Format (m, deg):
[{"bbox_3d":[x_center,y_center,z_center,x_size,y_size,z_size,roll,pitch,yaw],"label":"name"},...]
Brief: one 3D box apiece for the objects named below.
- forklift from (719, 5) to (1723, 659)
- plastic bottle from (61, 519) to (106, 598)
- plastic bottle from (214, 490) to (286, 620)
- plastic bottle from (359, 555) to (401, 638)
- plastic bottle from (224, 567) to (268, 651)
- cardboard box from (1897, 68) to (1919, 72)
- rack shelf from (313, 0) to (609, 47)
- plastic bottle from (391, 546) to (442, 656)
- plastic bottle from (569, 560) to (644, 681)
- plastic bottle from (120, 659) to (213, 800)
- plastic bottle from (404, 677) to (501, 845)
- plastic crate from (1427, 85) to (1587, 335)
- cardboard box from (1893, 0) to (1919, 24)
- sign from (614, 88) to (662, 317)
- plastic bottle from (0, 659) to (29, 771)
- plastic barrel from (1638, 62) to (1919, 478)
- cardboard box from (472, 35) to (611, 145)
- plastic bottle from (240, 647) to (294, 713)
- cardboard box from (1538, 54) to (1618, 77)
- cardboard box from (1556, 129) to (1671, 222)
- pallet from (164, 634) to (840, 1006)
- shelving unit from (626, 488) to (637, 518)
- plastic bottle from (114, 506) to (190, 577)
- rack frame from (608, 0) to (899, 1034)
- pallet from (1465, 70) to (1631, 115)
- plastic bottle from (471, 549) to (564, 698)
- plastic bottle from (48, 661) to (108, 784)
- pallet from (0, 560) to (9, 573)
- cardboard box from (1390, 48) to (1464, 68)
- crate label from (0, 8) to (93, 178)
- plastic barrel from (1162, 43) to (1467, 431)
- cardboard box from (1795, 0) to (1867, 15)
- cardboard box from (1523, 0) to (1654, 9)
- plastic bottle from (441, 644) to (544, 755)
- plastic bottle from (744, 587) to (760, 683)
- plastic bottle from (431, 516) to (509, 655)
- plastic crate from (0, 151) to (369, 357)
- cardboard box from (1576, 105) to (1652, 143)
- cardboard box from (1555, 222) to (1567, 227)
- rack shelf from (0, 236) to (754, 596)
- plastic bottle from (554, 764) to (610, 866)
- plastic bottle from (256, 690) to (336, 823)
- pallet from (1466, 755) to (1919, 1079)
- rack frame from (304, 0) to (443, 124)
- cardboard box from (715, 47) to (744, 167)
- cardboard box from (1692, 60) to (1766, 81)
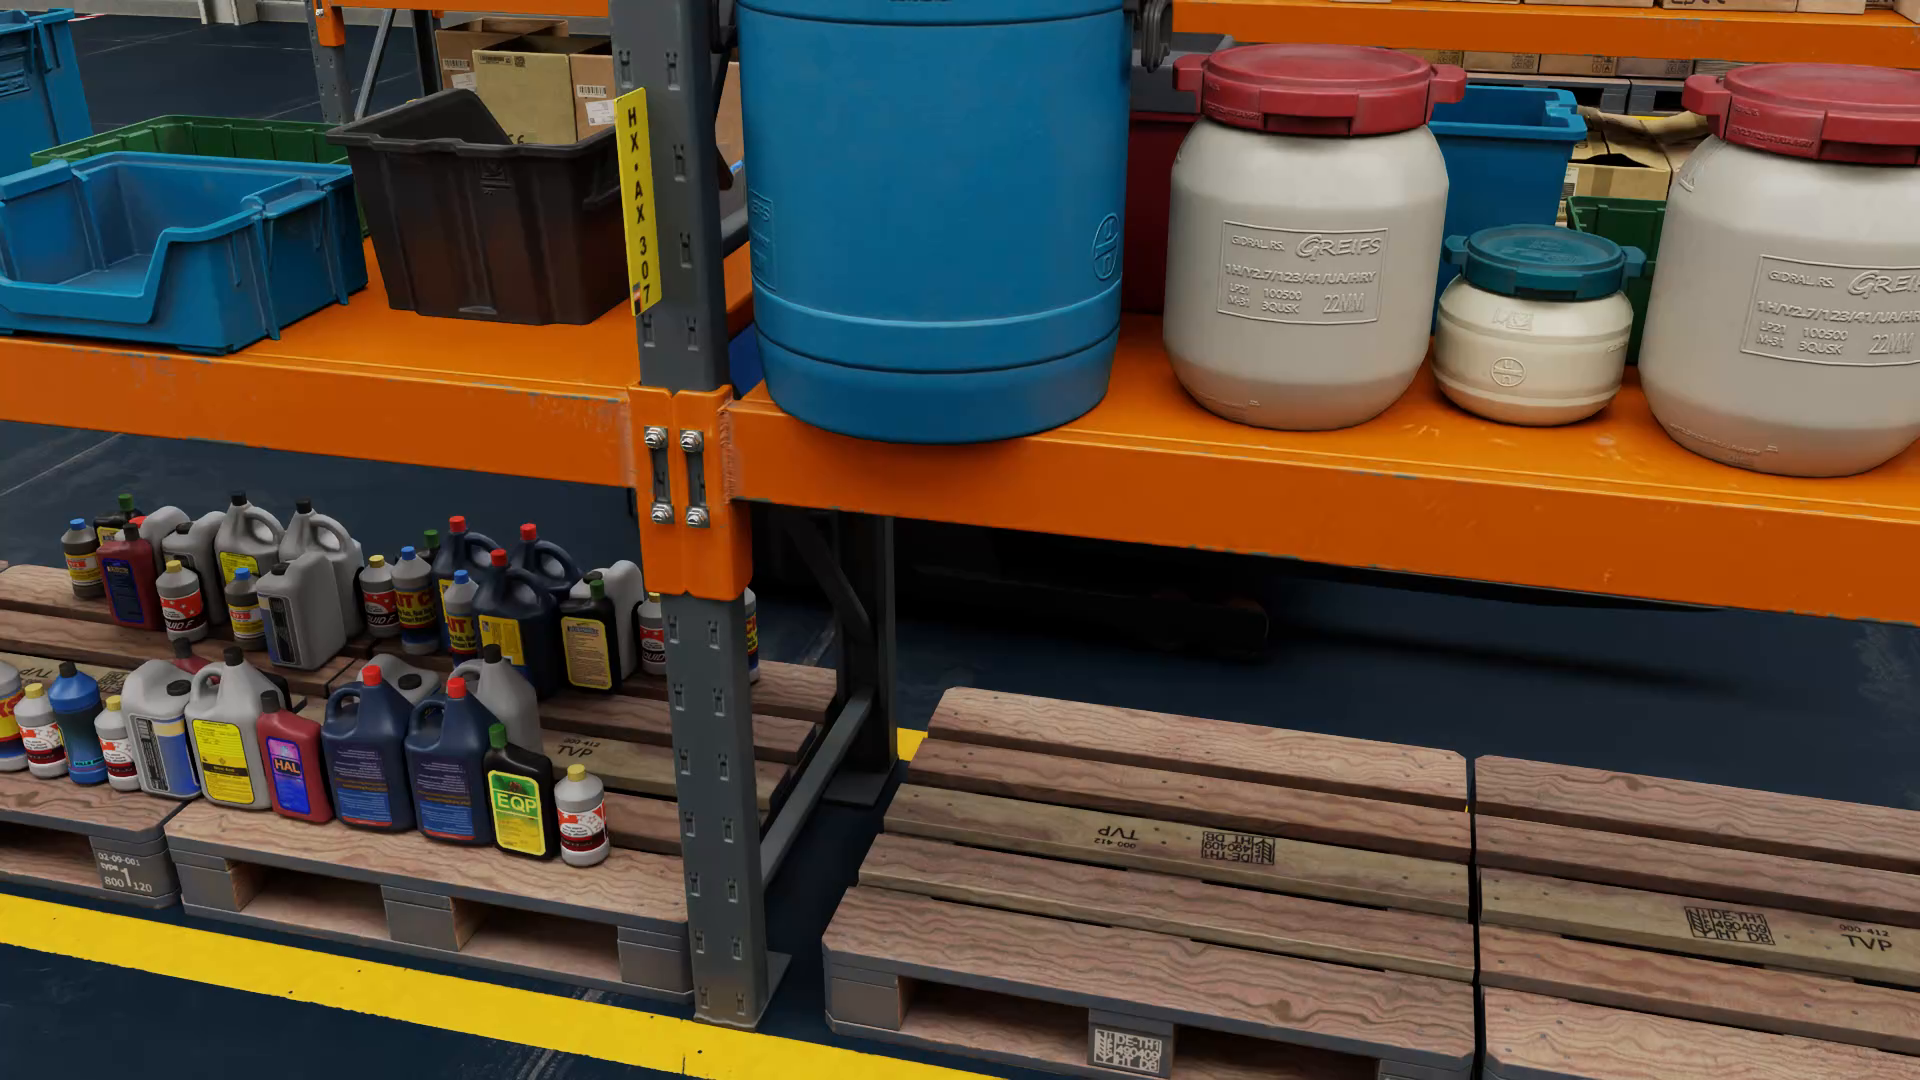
[{"bbox_3d":[0.625,-1.251,4.467,3.031,2.935,1.130,7,26,14],"label":"forklift"},{"bbox_3d":[-2.322,0.042,4.417,0.097,0.201,0.097,0,25,0],"label":"plastic bottle"},{"bbox_3d":[-1.789,0.043,4.239,0.185,0.351,0.144,7,26,15],"label":"plastic bottle"},{"bbox_3d":[-1.465,0.136,4.218,0.097,0.201,0.097,0,25,0],"label":"plastic bottle"},{"bbox_3d":[-1.776,0.166,4.156,0.097,0.201,0.097,0,25,0],"label":"plastic bottle"},{"bbox_3d":[6.685,-3.391,10.895,0.750,0.750,0.750,6,26,12],"label":"cardboard box"},{"bbox_3d":[-1.035,-2.560,7.975,4.000,0.370,1.077,6,26,13],"label":"rack shelf"},{"bbox_3d":[-1.349,0.145,4.119,0.097,0.271,0.097,0,25,0],"label":"plastic bottle"},{"bbox_3d":[-0.855,0.182,4.035,0.135,0.276,0.152,7,26,15],"label":"plastic bottle"},{"bbox_3d":[-1.686,0.399,3.579,0.135,0.276,0.152,7,26,14],"label":"plastic bottle"},{"bbox_3d":[-1.031,0.439,3.408,0.185,0.351,0.144,6,26,12],"label":"plastic bottle"},{"bbox_3d":[0.810,-0.613,3.067,0.575,0.384,0.392,6,26,13],"label":"plastic crate"},{"bbox_3d":[3.836,-2.110,6.486,0.250,0.149,0.380,6,26,13],"label":"cardboard box"},{"bbox_3d":[-0.483,-0.506,2.502,0.005,0.325,0.100,6,26,13],"label":"sign"},{"bbox_3d":[-2.102,0.367,3.651,0.097,0.271,0.097,0,25,0],"label":"plastic bottle"},{"bbox_3d":[1.247,-0.398,2.439,0.433,0.535,0.433,0,25,0],"label":"plastic barrel"},{"bbox_3d":[-2.024,-2.183,8.184,0.500,0.500,0.500,6,26,13],"label":"cardboard box"},{"bbox_3d":[-1.529,0.369,3.633,0.133,0.283,0.061,6,26,13],"label":"plastic bottle"},{"bbox_3d":[4.337,-3.576,11.667,0.500,0.500,0.700,6,26,13],"label":"cardboard box"},{"bbox_3d":[2.729,-1.560,7.095,0.500,0.311,0.500,7,26,14],"label":"cardboard box"},{"bbox_3d":[-0.976,0.561,3.827,1.213,0.211,1.003,6,26,13],"label":"pallet"},{"bbox_3d":[-0.945,-0.516,5.288,0.210,0.900,0.258,7,26,14],"label":"shelving unit"},{"bbox_3d":[-2.084,0.046,4.320,0.135,0.276,0.152,7,26,13],"label":"plastic bottle"},{"bbox_3d":[-0.336,-0.609,3.040,0.127,3.000,1.000,6,26,13],"label":"rack frame"},{"bbox_3d":[4.071,-3.262,11.856,1.213,0.211,1.003,6,26,13],"label":"pallet"},{"bbox_3d":[-1.050,0.189,3.933,0.185,0.351,0.144,6,26,13],"label":"plastic bottle"},{"bbox_3d":[-1.906,0.389,3.606,0.097,0.271,0.097,0,25,0],"label":"plastic bottle"},{"bbox_3d":[-3.339,0.299,4.375,1.213,0.211,1.003,6,26,13],"label":"pallet"},{"bbox_3d":[3.362,-3.697,11.923,0.500,0.500,0.700,6,26,12],"label":"cardboard box"},{"bbox_3d":[-2.360,-0.969,3.754,0.616,0.435,0.502,6,26,13],"label":"crate label"},{"bbox_3d":[0.536,-0.477,2.604,0.433,0.535,0.433,0,25,0],"label":"plastic barrel"},{"bbox_3d":[3.526,-2.242,6.763,0.250,0.149,0.380,8,27,17],"label":"cardboard box"},{"bbox_3d":[2.637,-2.517,6.931,0.500,0.500,0.500,6,26,13],"label":"cardboard box"},{"bbox_3d":[-0.995,0.379,3.534,0.185,0.351,0.144,6,26,13],"label":"plastic bottle"},{"bbox_3d":[-0.535,0.208,3.987,0.097,0.271,0.097,0,25,0],"label":"plastic bottle"},{"bbox_3d":[-1.197,0.109,4.102,0.185,0.351,0.144,5,26,11],"label":"plastic bottle"},{"bbox_3d":[-1.475,-0.547,3.083,0.616,0.251,0.499,6,26,13],"label":"plastic crate"},{"bbox_3d":[2.839,-1.785,7.568,0.500,0.311,0.500,6,26,12],"label":"cardboard box"},{"bbox_3d":[2.720,-1.308,7.219,0.500,0.250,0.500,7,26,14],"label":"cardboard box"},{"bbox_3d":[-2.273,-0.498,3.644,4.000,0.370,1.077,6,26,13],"label":"rack shelf"},{"bbox_3d":[-0.765,0.547,3.356,0.097,0.201,0.097,0,25,0],"label":"plastic bottle"},{"bbox_3d":[-1.385,0.449,3.465,0.133,0.283,0.061,8,27,16],"label":"plastic bottle"},{"bbox_3d":[1.620,0.848,3.224,1.213,0.211,1.003,6,26,13],"label":"pallet"},{"bbox_3d":[-2.972,-3.099,8.270,0.127,3.000,1.000,6,26,13],"label":"rack frame"},{"bbox_3d":[-1.056,-2.074,7.955,0.500,0.500,0.500,6,26,13],"label":"cardboard box"},{"bbox_3d":[5.295,-3.431,11.363,0.500,0.500,0.700,7,26,14],"label":"cardboard box"}]
